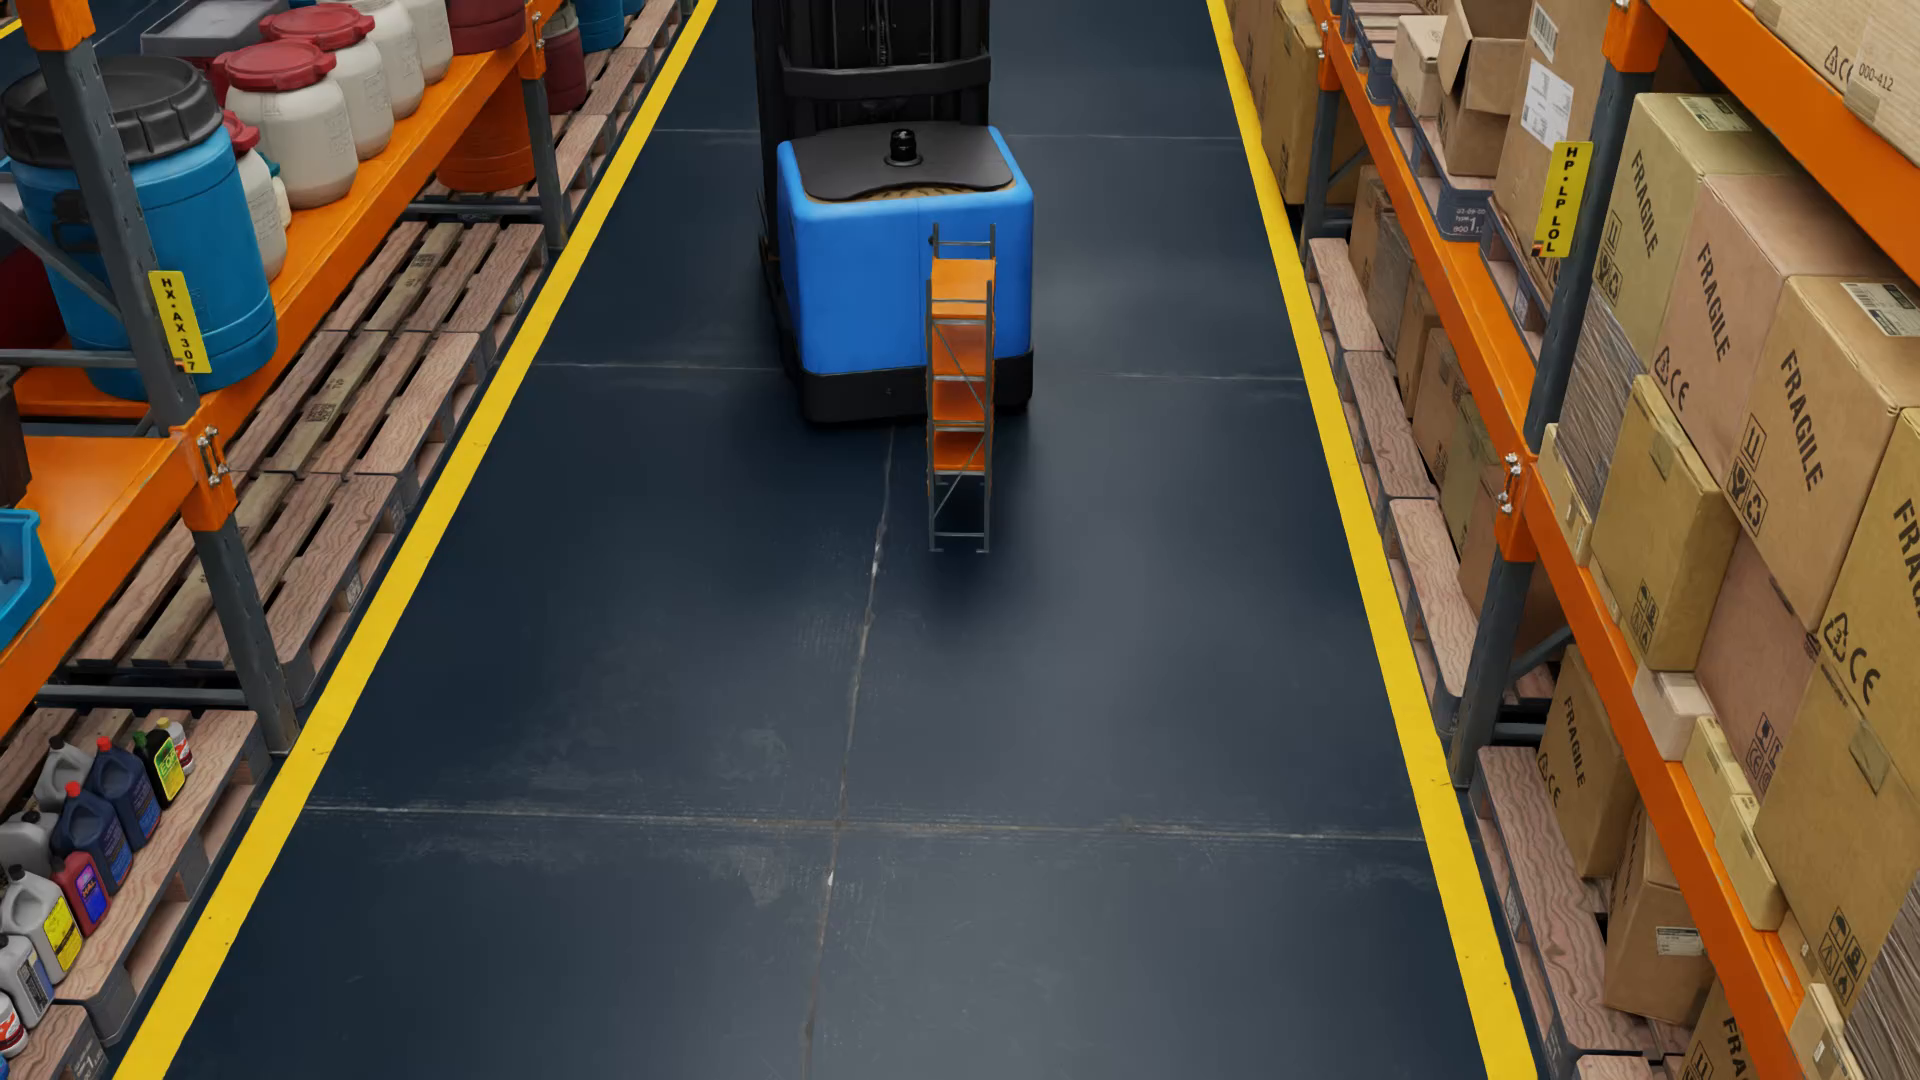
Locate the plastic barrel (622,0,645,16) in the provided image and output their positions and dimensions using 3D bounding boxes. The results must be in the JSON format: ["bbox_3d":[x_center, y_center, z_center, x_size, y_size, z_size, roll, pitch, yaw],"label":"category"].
[{"bbox_3d":[-2.514,-4.129,11.476,0.600,0.901,0.708,1,35,2],"label":"plastic barrel"}]

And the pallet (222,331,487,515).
[{"bbox_3d":[-2.757,-0.545,7.342,1.003,0.211,1.213,1,35,2],"label":"pallet"}]

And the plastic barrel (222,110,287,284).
[{"bbox_3d":[-2.539,-1.132,5.633,0.433,0.535,0.433,0,35,0],"label":"plastic barrel"}]

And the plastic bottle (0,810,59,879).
[{"bbox_3d":[-2.691,0.901,4.846,0.152,0.276,0.135,1,35,2],"label":"plastic bottle"}]

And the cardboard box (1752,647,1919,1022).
[{"bbox_3d":[2.037,0.540,3.027,0.875,0.500,0.500,1,35,2],"label":"cardboard box"}]

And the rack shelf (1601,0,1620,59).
[{"bbox_3d":[2.233,-2.499,5.714,1.077,0.370,4.000,1,35,2],"label":"rack shelf"}]

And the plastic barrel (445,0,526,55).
[{"bbox_3d":[-2.351,-2.612,7.739,0.600,0.536,0.708,1,35,2],"label":"plastic barrel"}]

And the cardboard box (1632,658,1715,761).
[{"bbox_3d":[1.786,0.376,3.824,0.380,0.149,0.250,1,35,2],"label":"cardboard box"}]

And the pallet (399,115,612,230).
[{"bbox_3d":[-2.646,-2.143,9.615,1.003,0.211,1.213,1,35,2],"label":"pallet"}]

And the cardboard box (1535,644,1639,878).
[{"bbox_3d":[2.097,0.663,5.007,0.500,0.500,0.500,0,35,0],"label":"cardboard box"}]

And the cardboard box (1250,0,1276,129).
[{"bbox_3d":[2.405,-2.926,9.787,1.225,0.875,0.875,1,35,2],"label":"cardboard box"}]

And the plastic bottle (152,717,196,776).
[{"bbox_3d":[-2.499,0.649,5.269,0.097,0.201,0.097,0,35,0],"label":"plastic bottle"}]

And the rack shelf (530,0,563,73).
[{"bbox_3d":[-2.555,-3.684,10.009,1.077,0.370,4.000,1,35,2],"label":"rack shelf"}]

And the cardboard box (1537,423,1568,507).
[{"bbox_3d":[1.844,-0.198,4.641,0.380,0.149,0.250,1,35,2],"label":"cardboard box"}]

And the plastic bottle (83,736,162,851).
[{"bbox_3d":[-2.534,0.749,4.997,0.144,0.351,0.185,0,35,1],"label":"plastic bottle"}]

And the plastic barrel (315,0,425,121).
[{"bbox_3d":[-2.480,-2.037,6.943,0.421,0.512,0.421,0,35,0],"label":"plastic barrel"}]

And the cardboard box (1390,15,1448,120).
[{"bbox_3d":[2.016,-1.868,6.564,0.500,0.250,0.500,0,35,1],"label":"cardboard box"}]

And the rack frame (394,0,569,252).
[{"bbox_3d":[-2.636,-2.830,8.167,1.000,3.000,0.127,1,35,2],"label":"rack frame"}]

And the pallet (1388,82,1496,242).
[{"bbox_3d":[2.275,-1.498,6.440,1.003,0.211,1.213,1,35,2],"label":"pallet"}]

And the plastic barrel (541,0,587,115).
[{"bbox_3d":[-2.588,-2.945,10.064,0.600,0.588,0.708,1,35,2],"label":"plastic barrel"}]

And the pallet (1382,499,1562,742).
[{"bbox_3d":[2.183,0.277,6.173,1.003,0.211,1.213,1,35,2],"label":"pallet"}]

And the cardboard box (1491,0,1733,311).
[{"bbox_3d":[2.325,-1.288,5.086,1.000,1.000,1.000,2,35,2],"label":"cardboard box"}]

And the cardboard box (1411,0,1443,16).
[{"bbox_3d":[2.332,-2.617,7.412,0.500,0.500,0.500,-3,35,-4],"label":"cardboard box"}]

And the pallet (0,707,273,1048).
[{"bbox_3d":[-2.865,0.994,5.152,1.003,0.211,1.213,1,35,2],"label":"pallet"}]

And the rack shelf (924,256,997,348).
[{"bbox_3d":[0.007,-0.907,6.314,0.258,0.148,0.480,1,35,2],"label":"rack shelf"}]

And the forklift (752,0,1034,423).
[{"bbox_3d":[-0.453,-2.560,7.843,1.130,2.935,3.031,-6,36,-9],"label":"forklift"}]

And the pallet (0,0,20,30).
[{"bbox_3d":[-7.419,-3.635,11.739,1.003,0.211,1.213,1,35,2],"label":"pallet"}]

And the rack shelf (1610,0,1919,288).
[{"bbox_3d":[2.072,-0.201,2.444,1.077,0.370,4.000,1,35,2],"label":"rack shelf"}]

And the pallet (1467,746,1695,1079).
[{"bbox_3d":[2.161,1.111,4.986,1.003,0.211,1.213,1,35,2],"label":"pallet"}]

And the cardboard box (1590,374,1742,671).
[{"bbox_3d":[2.018,-0.036,3.847,0.875,0.500,0.500,1,35,2],"label":"cardboard box"}]

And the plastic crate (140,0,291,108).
[{"bbox_3d":[-3.006,-1.934,6.838,0.402,0.464,0.583,1,35,2],"label":"plastic crate"}]

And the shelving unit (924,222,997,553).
[{"bbox_3d":[0.007,-0.586,6.540,0.258,1.200,0.503,1,35,2],"label":"shelving unit"}]

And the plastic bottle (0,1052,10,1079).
[{"bbox_3d":[-2.547,1.298,4.285,0.097,0.271,0.097,0,35,0],"label":"plastic bottle"}]

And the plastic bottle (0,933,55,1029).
[{"bbox_3d":[-2.565,1.169,4.465,0.152,0.276,0.135,2,35,3],"label":"plastic bottle"}]

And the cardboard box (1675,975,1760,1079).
[{"bbox_3d":[2.135,1.351,4.028,0.500,0.500,0.500,-2,35,-2],"label":"cardboard box"}]

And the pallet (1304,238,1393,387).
[{"bbox_3d":[2.281,-1.125,8.168,1.003,0.211,1.213,1,35,2],"label":"pallet"}]

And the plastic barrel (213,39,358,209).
[{"bbox_3d":[-2.509,-1.553,6.233,0.433,0.535,0.433,0,35,0],"label":"plastic barrel"}]

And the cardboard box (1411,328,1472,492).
[{"bbox_3d":[2.259,-0.522,6.675,0.700,0.500,0.500,-2,35,-2],"label":"cardboard box"}]

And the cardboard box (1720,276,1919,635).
[{"bbox_3d":[1.841,-0.161,3.156,0.500,0.500,0.500,1,35,2],"label":"cardboard box"}]

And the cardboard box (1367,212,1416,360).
[{"bbox_3d":[2.297,-1.168,7.595,0.700,0.500,0.500,-1,35,-2],"label":"cardboard box"}]

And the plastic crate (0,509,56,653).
[{"bbox_3d":[-2.569,0.172,4.027,0.499,0.251,0.616,1,35,2],"label":"plastic crate"}]

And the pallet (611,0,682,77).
[{"bbox_3d":[-2.548,-3.544,11.610,1.003,0.211,1.213,1,35,2],"label":"pallet"}]

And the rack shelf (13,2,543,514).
[{"bbox_3d":[-2.716,-1.386,6.739,1.077,0.370,4.000,1,35,2],"label":"rack shelf"}]

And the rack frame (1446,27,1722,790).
[{"bbox_3d":[2.153,-0.417,4.735,1.000,3.000,0.127,1,35,2],"label":"rack frame"}]

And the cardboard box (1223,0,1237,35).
[{"bbox_3d":[2.468,-3.948,11.241,1.225,0.875,0.875,1,35,2],"label":"cardboard box"}]

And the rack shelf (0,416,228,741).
[{"bbox_3d":[-2.877,0.912,3.469,1.077,0.370,4.000,1,35,2],"label":"rack shelf"}]

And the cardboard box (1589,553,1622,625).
[{"bbox_3d":[1.838,0.090,4.232,0.380,0.149,0.250,1,35,2],"label":"cardboard box"}]

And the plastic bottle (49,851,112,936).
[{"bbox_3d":[-2.507,0.981,4.725,0.061,0.283,0.133,4,35,5],"label":"plastic bottle"}]

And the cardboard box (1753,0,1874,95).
[{"bbox_3d":[1.863,-1.026,3.123,0.500,0.250,0.500,1,35,1],"label":"cardboard box"}]

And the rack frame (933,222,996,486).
[{"bbox_3d":[0.016,-0.726,6.740,0.240,1.200,0.015,1,35,2],"label":"rack frame"}]

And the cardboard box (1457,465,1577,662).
[{"bbox_3d":[2.199,0.073,5.828,0.700,0.500,0.500,-1,35,-2],"label":"cardboard box"}]

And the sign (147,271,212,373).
[{"bbox_3d":[-2.247,-0.626,4.791,0.100,0.325,0.005,1,35,2],"label":"sign"}]

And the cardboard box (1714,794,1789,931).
[{"bbox_3d":[1.797,0.664,3.414,0.380,0.149,0.250,1,35,2],"label":"cardboard box"}]

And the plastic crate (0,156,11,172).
[{"bbox_3d":[-3.063,-1.166,5.814,0.392,0.384,0.575,1,35,2],"label":"plastic crate"}]

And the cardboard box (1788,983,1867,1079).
[{"bbox_3d":[1.753,0.951,3.006,0.380,0.149,0.250,1,35,2],"label":"cardboard box"}]

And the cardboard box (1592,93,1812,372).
[{"bbox_3d":[1.881,-0.736,3.973,0.500,0.500,0.500,1,35,2],"label":"cardboard box"}]

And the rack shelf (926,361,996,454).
[{"bbox_3d":[0.007,-0.531,6.579,0.258,0.148,0.480,1,35,2],"label":"rack shelf"}]
